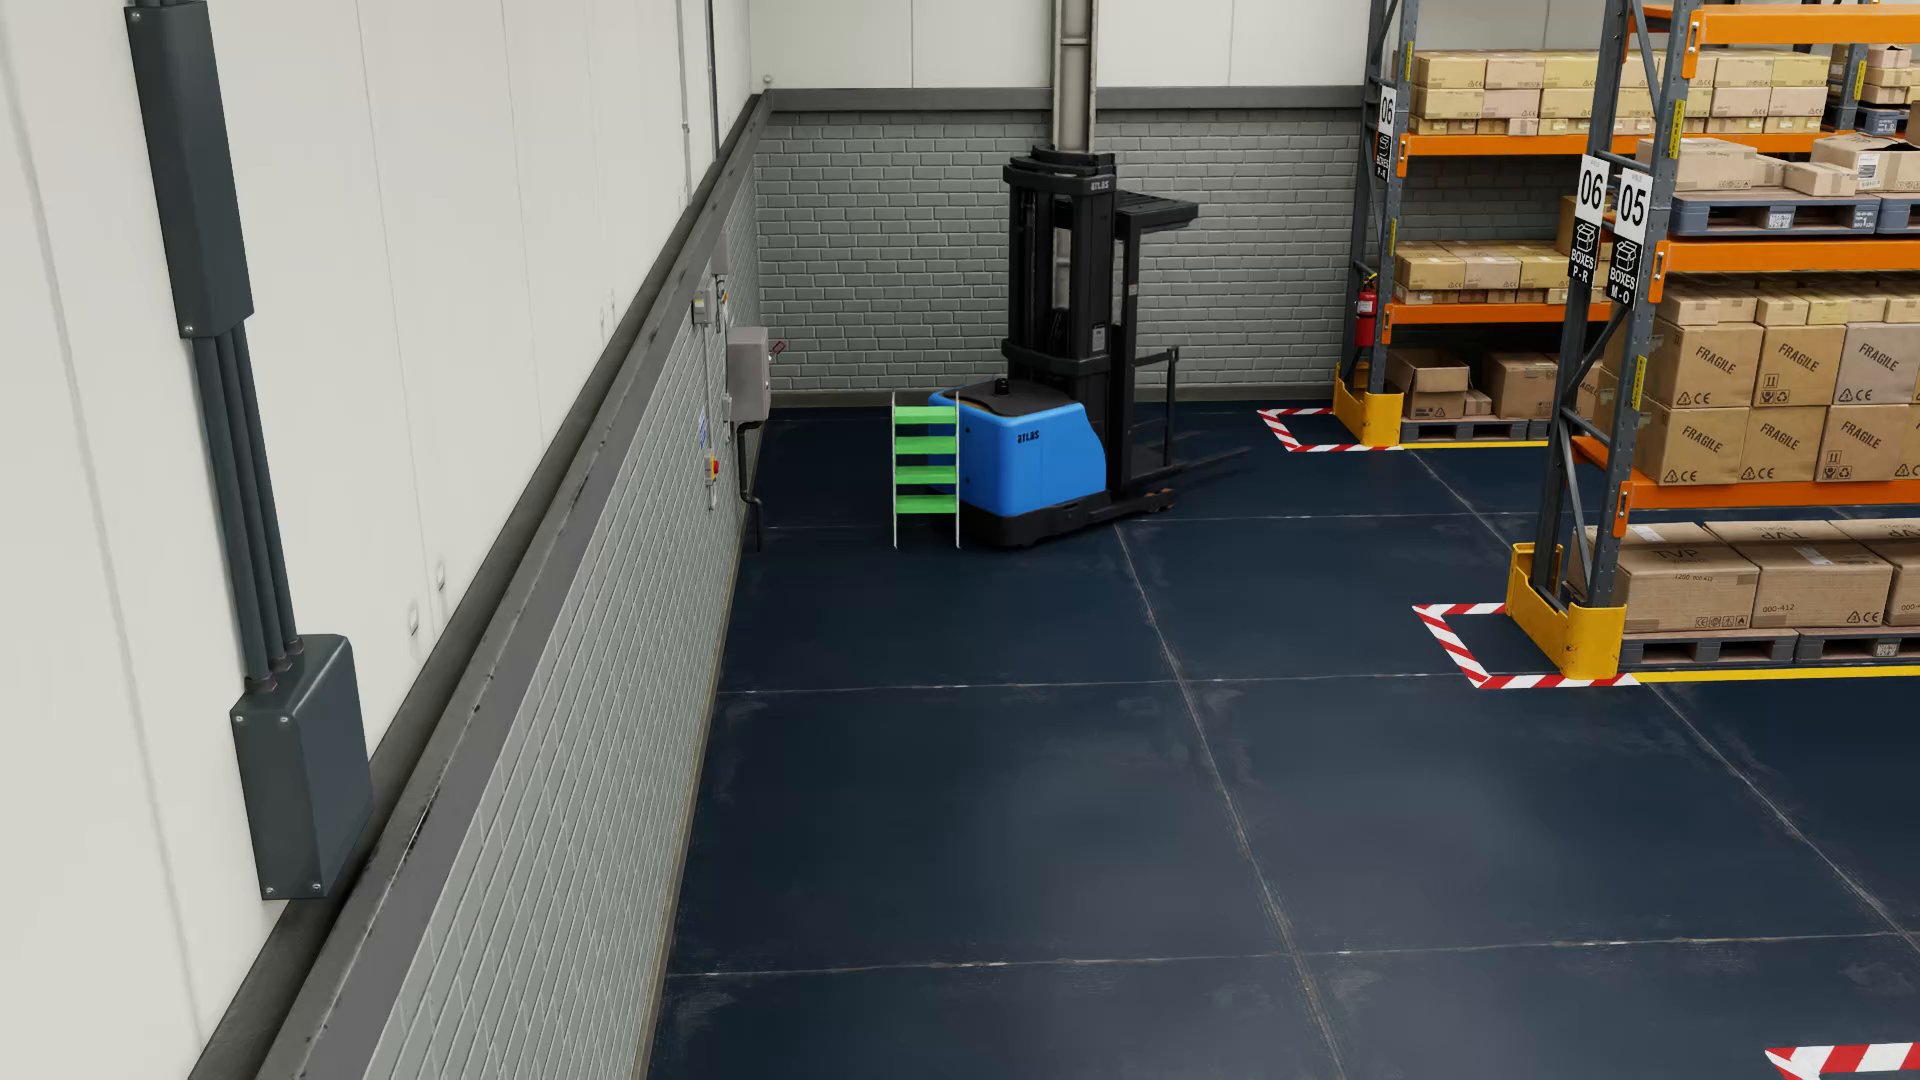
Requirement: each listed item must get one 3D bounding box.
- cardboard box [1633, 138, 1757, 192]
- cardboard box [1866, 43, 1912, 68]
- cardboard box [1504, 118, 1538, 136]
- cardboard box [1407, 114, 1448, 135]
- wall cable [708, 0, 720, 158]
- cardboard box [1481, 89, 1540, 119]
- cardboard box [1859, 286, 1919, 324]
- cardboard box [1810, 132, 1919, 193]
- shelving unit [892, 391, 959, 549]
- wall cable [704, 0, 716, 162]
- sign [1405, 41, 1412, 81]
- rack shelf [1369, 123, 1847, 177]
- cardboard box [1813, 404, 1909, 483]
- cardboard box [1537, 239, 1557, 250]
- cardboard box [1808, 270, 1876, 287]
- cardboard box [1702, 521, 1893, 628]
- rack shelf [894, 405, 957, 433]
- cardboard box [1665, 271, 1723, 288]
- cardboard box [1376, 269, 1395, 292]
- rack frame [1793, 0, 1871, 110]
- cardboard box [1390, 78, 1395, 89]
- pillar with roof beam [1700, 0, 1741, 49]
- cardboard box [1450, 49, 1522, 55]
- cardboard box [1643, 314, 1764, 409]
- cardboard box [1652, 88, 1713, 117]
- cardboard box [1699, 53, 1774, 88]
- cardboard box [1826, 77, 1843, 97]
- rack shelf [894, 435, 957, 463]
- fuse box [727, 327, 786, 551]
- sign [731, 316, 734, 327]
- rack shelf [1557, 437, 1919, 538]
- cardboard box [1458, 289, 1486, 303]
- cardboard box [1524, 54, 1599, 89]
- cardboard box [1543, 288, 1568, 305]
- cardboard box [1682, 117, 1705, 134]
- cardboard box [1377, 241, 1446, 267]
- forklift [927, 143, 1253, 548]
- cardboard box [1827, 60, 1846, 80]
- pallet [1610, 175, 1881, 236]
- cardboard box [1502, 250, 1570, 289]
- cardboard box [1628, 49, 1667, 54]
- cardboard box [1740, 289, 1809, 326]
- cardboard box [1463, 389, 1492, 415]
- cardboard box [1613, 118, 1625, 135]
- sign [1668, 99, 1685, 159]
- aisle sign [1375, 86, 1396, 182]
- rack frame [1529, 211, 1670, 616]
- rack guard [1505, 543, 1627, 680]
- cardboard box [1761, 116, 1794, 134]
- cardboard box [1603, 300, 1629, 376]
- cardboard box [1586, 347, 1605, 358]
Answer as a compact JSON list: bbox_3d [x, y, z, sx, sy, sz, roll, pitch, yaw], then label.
[{"bbox_3d":[4.529,-2.322,10.269,0.500,0.250,0.500,-3,21,-8],"label":"cardboard box"},{"bbox_3d":[8.112,-4.293,14.587,0.258,0.266,0.396,-1,21,-4],"label":"cardboard box"},{"bbox_3d":[4.901,-3.660,14.656,0.250,0.149,0.380,-1,21,-2],"label":"cardboard box"},{"bbox_3d":[4.129,-3.678,14.703,0.250,0.149,0.380,-1,21,-2],"label":"cardboard box"},{"bbox_3d":[-1.740,-4.570,12.423,0.133,3.039,2.988,-1,21,-3],"label":"wall cable"},{"bbox_3d":[4.763,-3.870,14.647,0.500,0.250,0.500,-1,21,-2],"label":"cardboard box"},{"bbox_3d":[5.751,-1.454,10.266,0.250,0.149,0.380,-1,21,-3],"label":"cardboard box"},{"bbox_3d":[5.582,-2.322,10.184,0.500,0.311,0.500,-1,21,-2],"label":"cardboard box"},{"bbox_3d":[-0.262,-0.534,12.837,0.503,1.200,0.258,0,21,-1],"label":"shelving unit"},{"bbox_3d":[-1.618,-3.562,9.829,0.029,3.000,2.355,-1,21,-3],"label":"wall cable"},{"bbox_3d":[3.829,-4.087,14.196,0.005,0.325,0.100,-1,21,-3],"label":"sign"},{"bbox_3d":[5.795,-3.576,15.093,4.000,0.370,1.077,-1,21,-3],"label":"rack shelf"},{"bbox_3d":[5.593,-0.685,10.564,0.500,0.500,0.500,-1,21,-3],"label":"cardboard box"},{"bbox_3d":[5.774,-2.671,15.714,0.500,0.250,0.500,-1,21,-3],"label":"cardboard box"},{"bbox_3d":[5.703,-1.647,10.775,0.250,0.149,0.380,-1,21,-2],"label":"cardboard box"},{"bbox_3d":[5.651,0.224,11.327,0.875,0.438,0.875,-1,21,-2],"label":"cardboard box"},{"bbox_3d":[-0.262,-0.923,12.688,0.480,0.148,0.258,0,21,-1],"label":"rack shelf"},{"bbox_3d":[4.684,-1.616,10.692,0.250,0.149,0.380,-1,21,-2],"label":"cardboard box"},{"bbox_3d":[4.113,-2.454,15.705,0.250,0.149,0.380,-1,21,-4],"label":"cardboard box"},{"bbox_3d":[7.791,-5.355,14.538,0.127,3.000,1.000,-1,21,-3],"label":"rack frame"},{"bbox_3d":[4.226,-4.046,15.109,0.500,0.250,0.500,-2,21,-4],"label":"cardboard box"},{"bbox_3d":[7.291,-4.131,11.325,0.400,9.000,9.100,-1,21,-3],"label":"pillar with roof beam"},{"bbox_3d":[4.745,-4.292,15.054,0.500,0.250,0.500,-2,21,-5],"label":"cardboard box"},{"bbox_3d":[4.580,-1.129,10.325,0.500,0.500,0.500,-2,21,-4],"label":"cardboard box"},{"bbox_3d":[6.294,-3.902,14.732,0.500,0.250,0.500,-1,21,-2],"label":"cardboard box"},{"bbox_3d":[6.795,-4.146,14.669,0.500,0.250,0.500,-1,21,-4],"label":"cardboard box"},{"bbox_3d":[8.090,-4.109,15.104,0.250,0.149,0.380,-1,21,-3],"label":"cardboard box"},{"bbox_3d":[-0.262,-0.698,12.774,0.480,0.148,0.258,0,21,-1],"label":"rack shelf"},{"bbox_3d":[-1.517,-0.731,12.635,0.414,1.711,0.539,-1,21,-3],"label":"fuse box"},{"bbox_3d":[-1.752,-1.460,12.873,0.001,0.494,0.329,-1,21,-3],"label":"sign"},{"bbox_3d":[6.082,-0.411,10.995,4.000,0.370,1.077,-1,21,-3],"label":"rack shelf"},{"bbox_3d":[4.653,-2.301,15.301,0.250,0.149,0.380,-1,21,-4],"label":"cardboard box"},{"bbox_3d":[5.265,-4.112,14.581,0.500,0.250,0.500,-1,21,-4],"label":"cardboard box"},{"bbox_3d":[5.431,-2.270,15.220,0.250,0.149,0.380,-2,21,-5],"label":"cardboard box"},{"bbox_3d":[6.422,-3.718,14.809,0.250,0.149,0.380,0,21,-1],"label":"cardboard box"},{"bbox_3d":[4.242,-2.642,15.638,0.500,0.250,0.500,-1,21,-1],"label":"cardboard box"},{"bbox_3d":[1.194,-1.721,13.523,3.031,2.935,1.130,-16,26,-36],"label":"forklift"},{"bbox_3d":[8.084,-4.265,15.096,0.250,0.149,0.380,-1,21,-4],"label":"cardboard box"},{"bbox_3d":[4.825,-2.086,10.292,1.213,0.211,1.003,-1,21,-3],"label":"pallet"},{"bbox_3d":[5.275,-2.474,15.196,0.500,0.250,0.500,-2,21,-4],"label":"cardboard box"},{"bbox_3d":[6.258,-4.320,15.126,0.500,0.250,0.500,-1,21,-4],"label":"cardboard box"},{"bbox_3d":[4.979,-1.428,10.197,0.250,0.149,0.380,-1,21,-1],"label":"cardboard box"},{"bbox_3d":[4.840,-1.307,15.755,0.250,0.149,0.380,-2,21,-5],"label":"cardboard box"},{"bbox_3d":[5.666,-3.675,14.694,0.250,0.149,0.380,-1,21,-3],"label":"cardboard box"},{"bbox_3d":[4.111,-2.356,9.539,0.005,0.325,0.100,-1,21,-3],"label":"sign"},{"bbox_3d":[3.747,-3.579,14.652,0.004,0.787,0.394,-1,21,-3],"label":"aisle sign"},{"bbox_3d":[4.085,-0.706,10.761,0.127,3.000,1.000,-1,21,-3],"label":"rack frame"},{"bbox_3d":[4.061,0.462,11.204,0.348,0.500,1.175,-1,21,-3],"label":"rack guard"},{"bbox_3d":[7.205,-3.719,14.811,0.250,0.149,0.380,-1,21,-3],"label":"cardboard box"},{"bbox_3d":[4.553,-1.315,10.813,0.500,0.500,0.500,0,21,-1],"label":"cardboard box"},{"bbox_3d":[6.306,-1.501,15.771,0.500,0.500,0.700,-2,21,-5],"label":"cardboard box"}]
